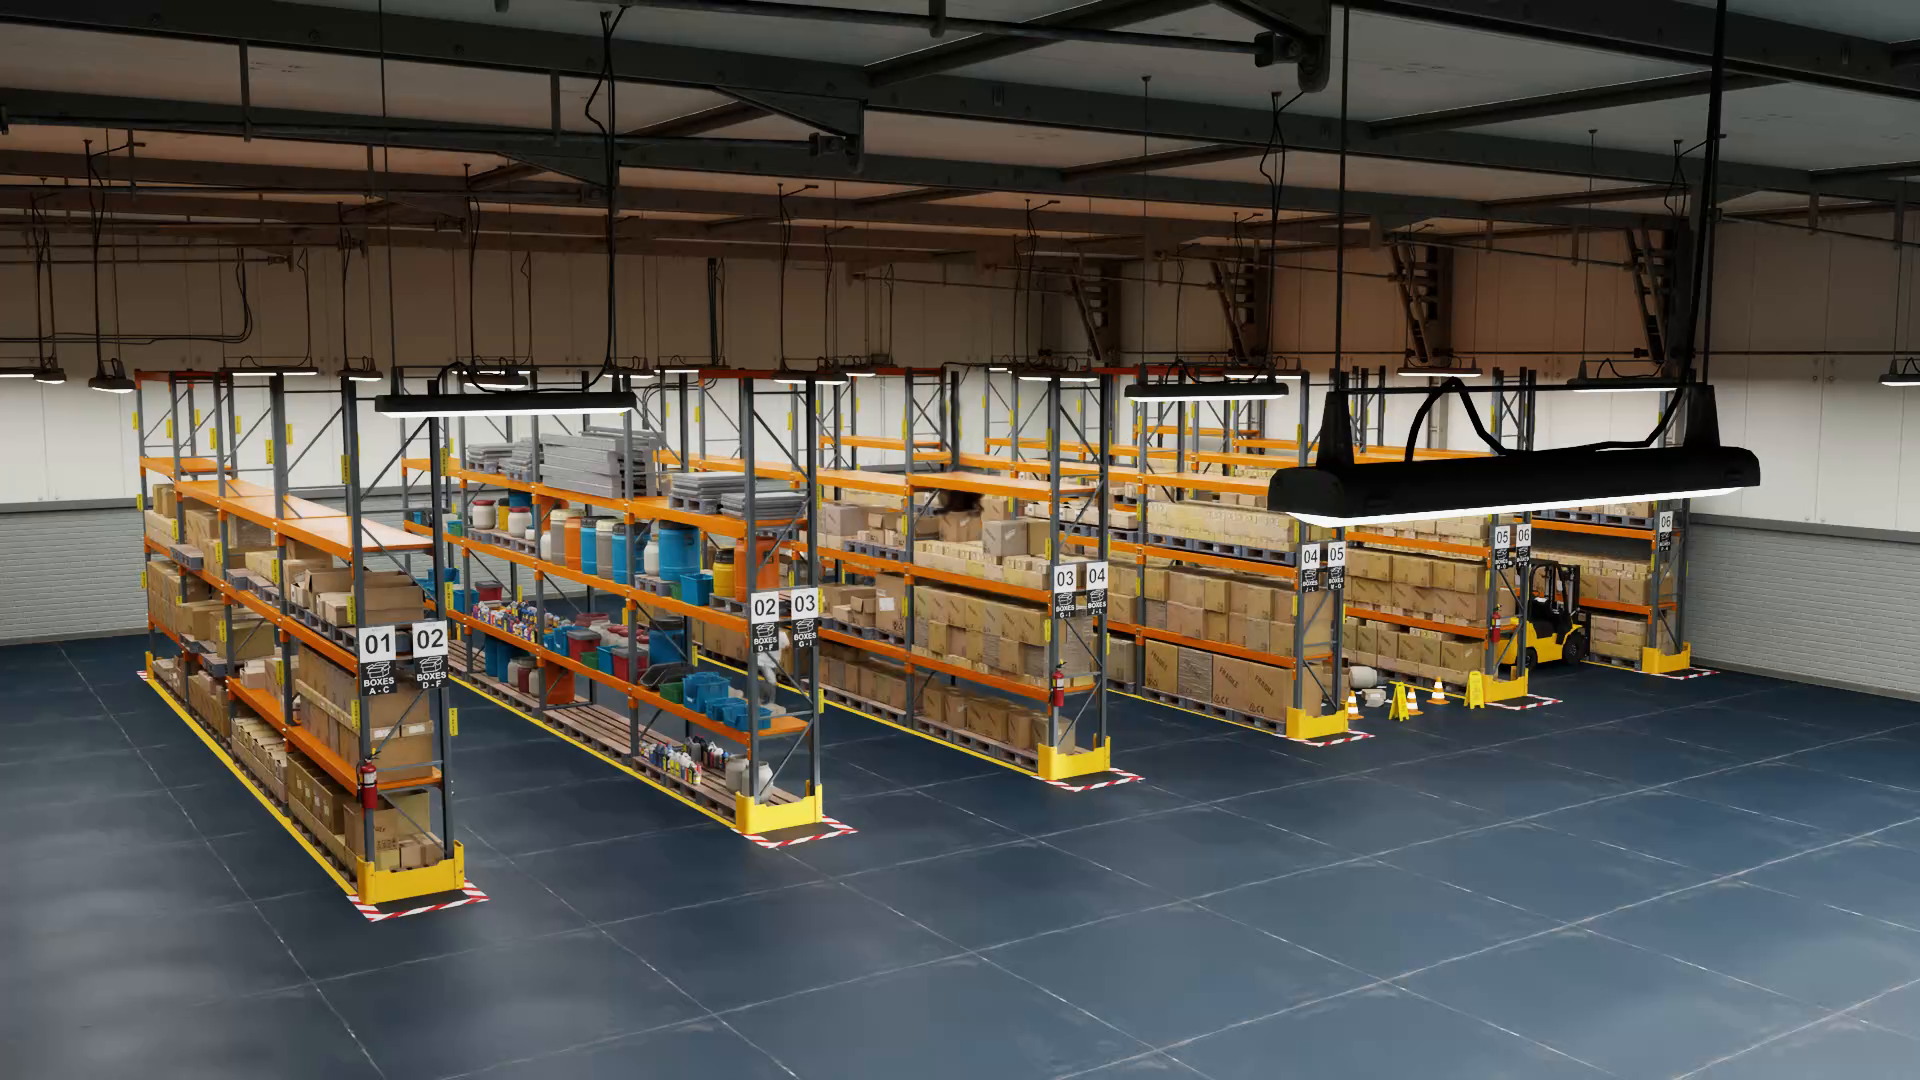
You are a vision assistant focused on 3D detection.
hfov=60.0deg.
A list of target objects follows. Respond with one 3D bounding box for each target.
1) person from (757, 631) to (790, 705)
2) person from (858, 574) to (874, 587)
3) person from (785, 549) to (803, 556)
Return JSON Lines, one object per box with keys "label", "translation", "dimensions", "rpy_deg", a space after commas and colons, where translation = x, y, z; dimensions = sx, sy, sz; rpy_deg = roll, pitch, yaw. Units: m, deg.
{"label": "person", "translation": [-3.347, 2.214, 28.988], "dimensions": [0.690, 1.771, 0.961], "rpy_deg": [-5, 8, -36]}
{"label": "person", "translation": [-2.456, 0.822, 41.932], "dimensions": [0.804, 1.556, 0.602], "rpy_deg": [1, 7, 10]}
{"label": "person", "translation": [-4.160, 0.837, 41.548], "dimensions": [0.561, 1.744, 0.720], "rpy_deg": [1, 7, 11]}
